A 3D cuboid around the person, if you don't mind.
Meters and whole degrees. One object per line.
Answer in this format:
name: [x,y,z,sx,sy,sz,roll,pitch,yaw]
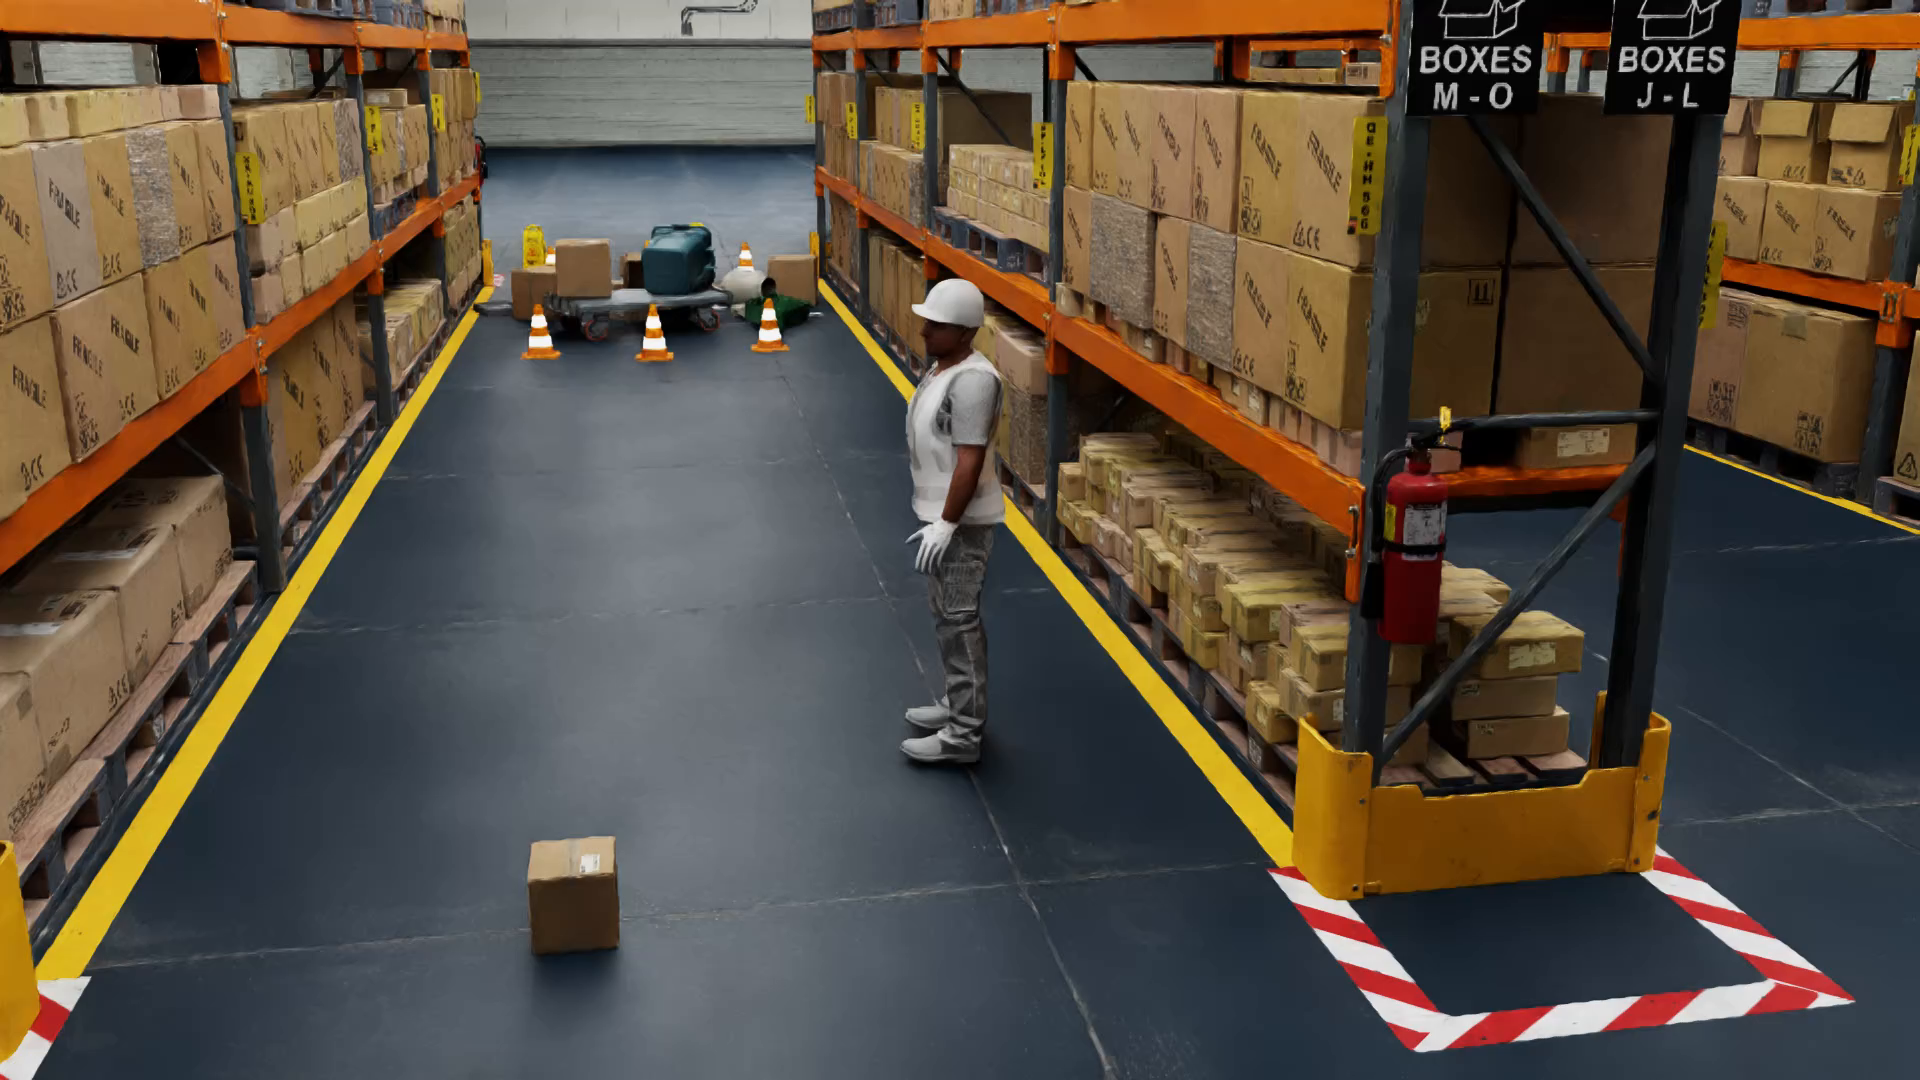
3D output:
person: [-0.040,-0.072,6.158,0.401,1.790,0.596,-2,16,-8]
